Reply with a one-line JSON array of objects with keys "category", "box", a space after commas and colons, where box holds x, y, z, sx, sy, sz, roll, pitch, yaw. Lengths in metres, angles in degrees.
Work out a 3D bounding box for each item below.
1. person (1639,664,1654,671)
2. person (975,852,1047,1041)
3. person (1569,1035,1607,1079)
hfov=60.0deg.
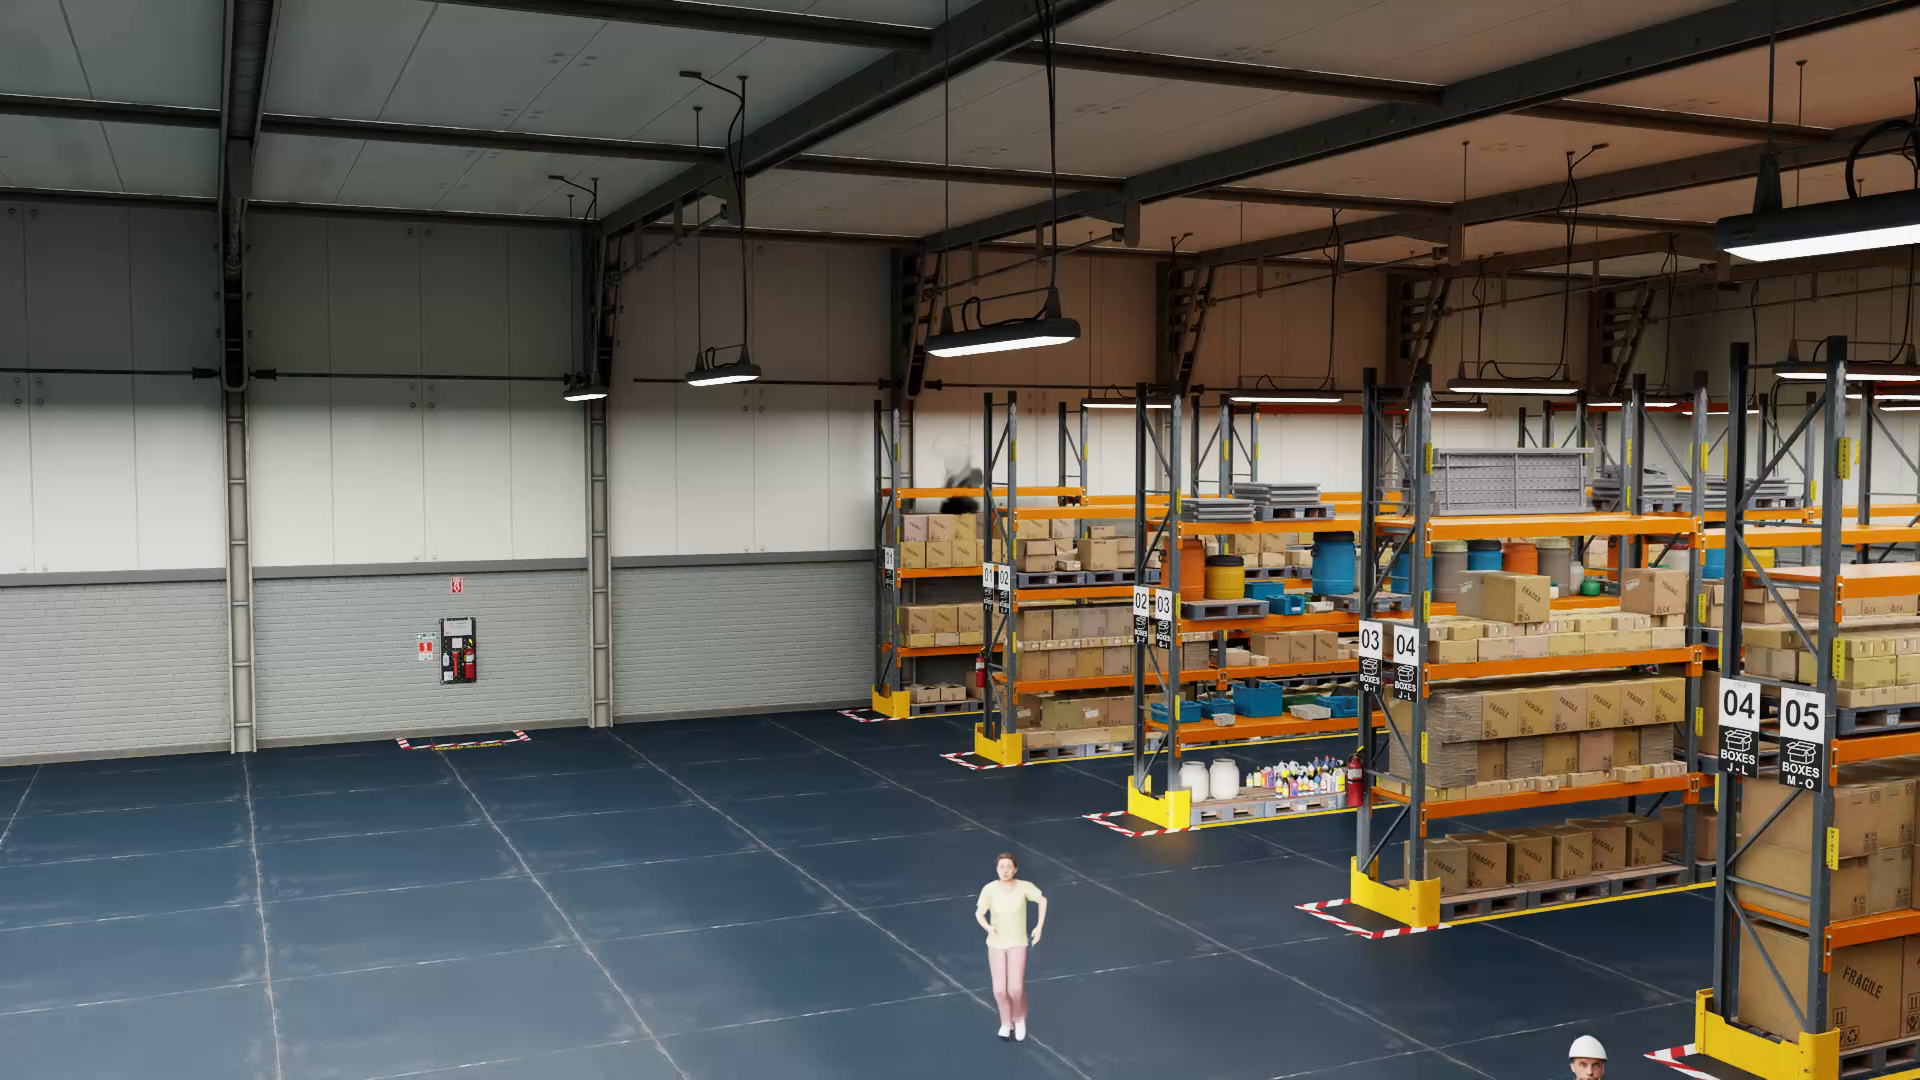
[{"category": "person", "box": [12.439, 2.566, 30.084, 0.596, 1.682, 0.644, -2, 4, -32]}, {"category": "person", "box": [0.425, 3.500, 14.289, 0.596, 1.643, 0.609, 1, 3, 9]}, {"category": "person", "box": [3.530, 3.694, 9.392, 0.648, 1.809, 0.920, 1, 3, 17]}]
